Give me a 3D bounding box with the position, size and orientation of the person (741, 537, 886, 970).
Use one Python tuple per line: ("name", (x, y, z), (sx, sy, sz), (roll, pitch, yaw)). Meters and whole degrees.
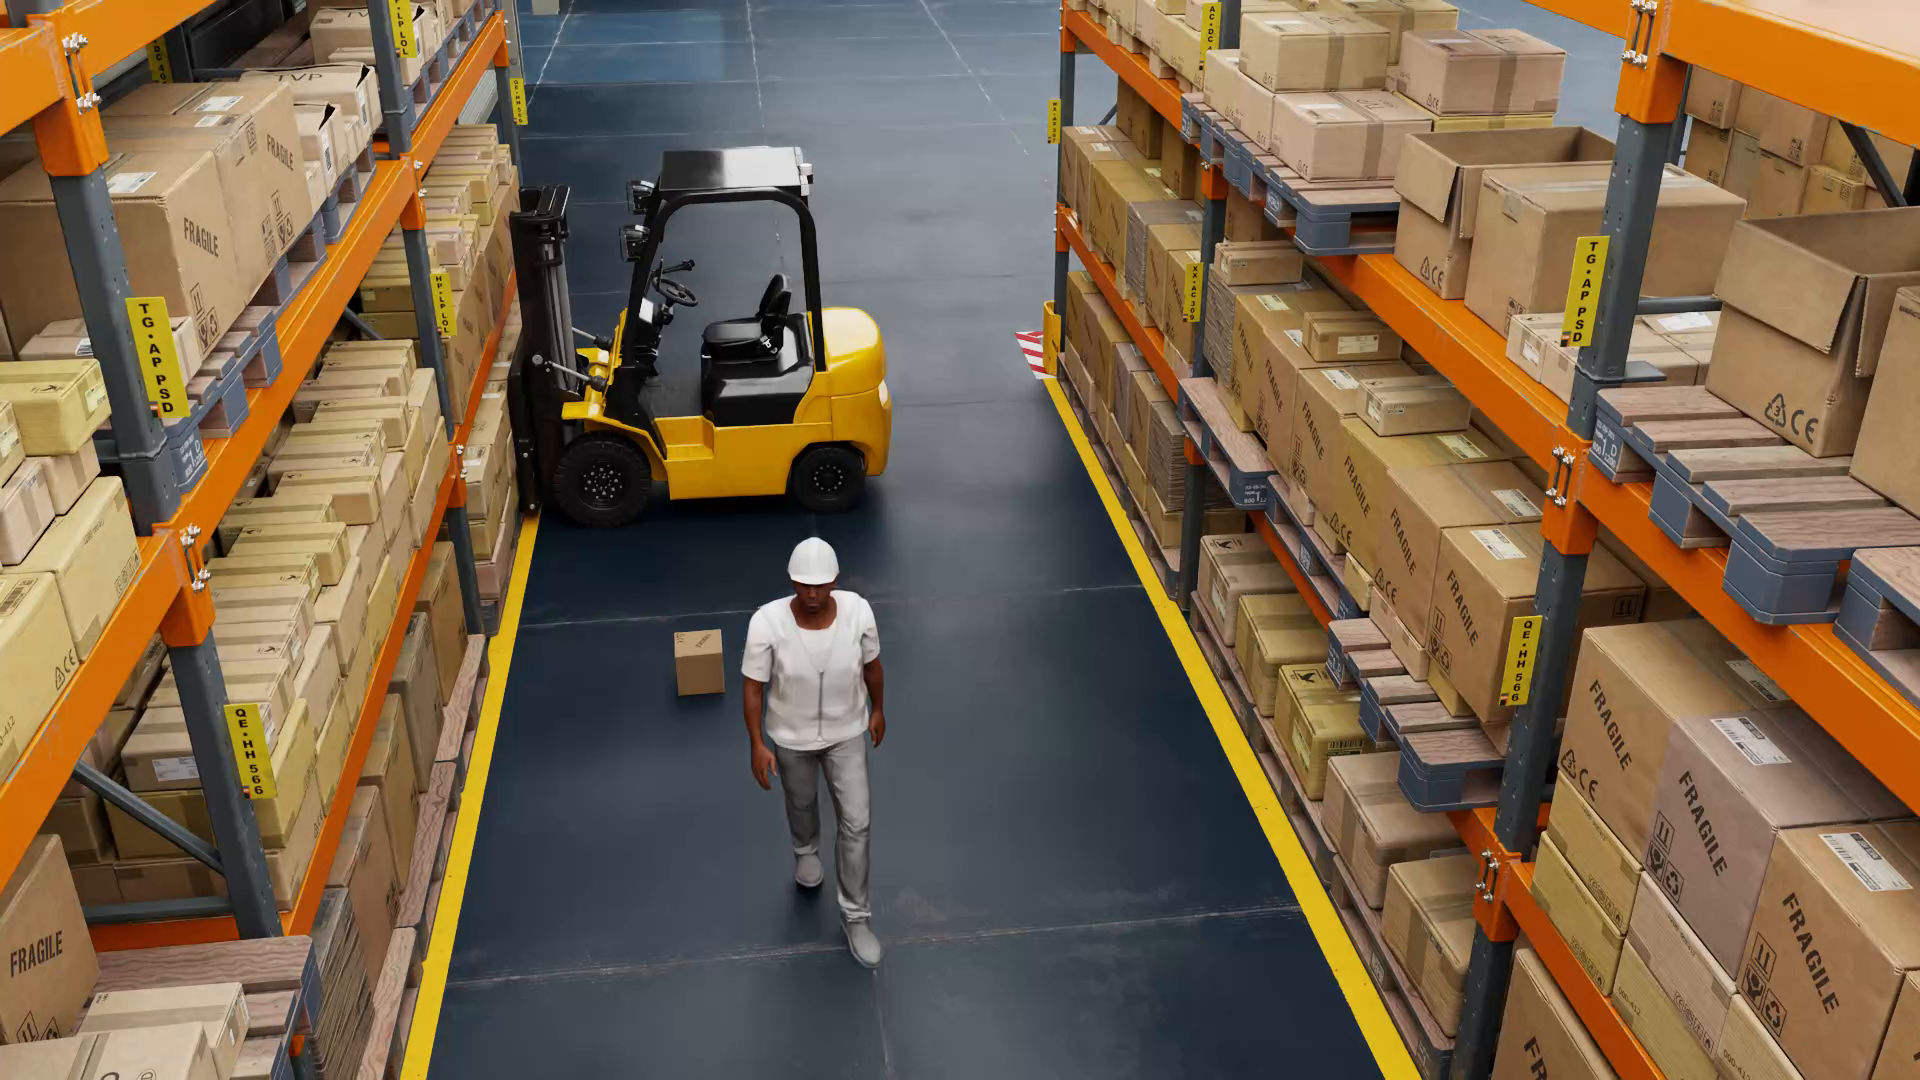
("person", (-0.589, 0.845, 6.926), (0.601, 1.771, 0.826), (-4, 27, -8))
